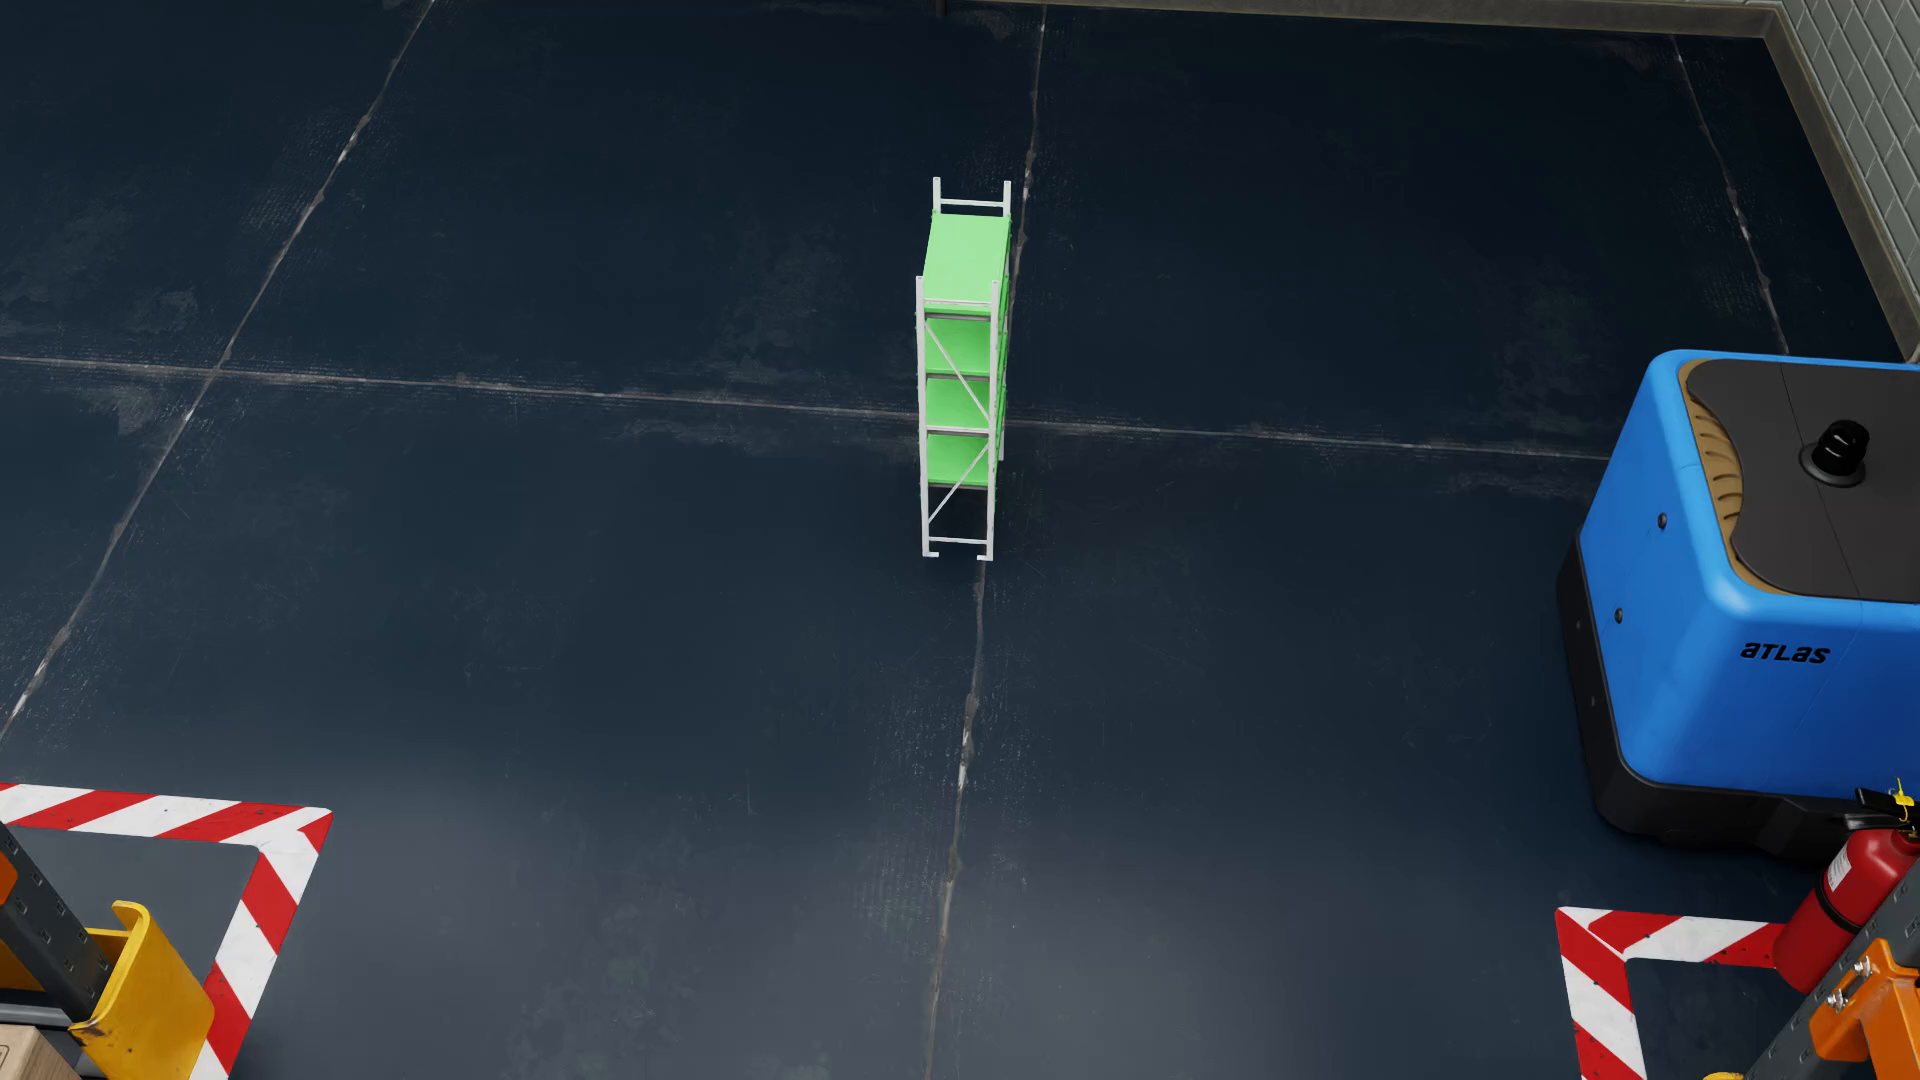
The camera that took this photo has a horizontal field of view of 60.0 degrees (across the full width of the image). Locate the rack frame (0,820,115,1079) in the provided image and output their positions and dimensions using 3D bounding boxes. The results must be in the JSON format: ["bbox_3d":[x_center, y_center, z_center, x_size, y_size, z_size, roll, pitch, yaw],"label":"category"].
[{"bbox_3d":[-2.637,0.356,3.391,1.000,3.000,0.127,4,48,4],"label":"rack frame"}]

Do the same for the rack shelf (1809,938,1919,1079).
[{"bbox_3d":[2.124,2.400,2.010,1.077,0.370,4.000,4,48,4],"label":"rack shelf"}]

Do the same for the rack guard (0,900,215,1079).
[{"bbox_3d":[-2.635,1.182,4.330,1.175,0.500,0.348,4,48,4],"label":"rack guard"}]

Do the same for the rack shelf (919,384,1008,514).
[{"bbox_3d":[0.015,-0.321,5.643,0.258,0.148,0.480,4,48,4],"label":"rack shelf"}]

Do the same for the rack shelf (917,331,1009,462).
[{"bbox_3d":[0.015,-0.483,5.466,0.258,0.148,0.480,4,48,4],"label":"rack shelf"}]

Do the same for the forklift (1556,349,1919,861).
[{"bbox_3d":[3.436,-0.358,4.091,3.031,2.935,1.130,4,48,4],"label":"forklift"}]

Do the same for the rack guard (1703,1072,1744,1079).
[{"bbox_3d":[2.299,1.587,3.960,1.175,0.500,0.348,4,48,4],"label":"rack guard"}]

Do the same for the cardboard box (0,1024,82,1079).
[{"bbox_3d":[-2.598,1.571,3.732,0.875,0.438,0.875,2,48,2],"label":"cardboard box"}]

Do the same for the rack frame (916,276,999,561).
[{"bbox_3d":[-0.007,-0.347,5.255,0.240,1.200,0.015,4,48,4],"label":"rack frame"}]

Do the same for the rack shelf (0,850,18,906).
[{"bbox_3d":[-2.820,2.069,2.313,1.077,0.370,4.000,4,48,4],"label":"rack shelf"}]

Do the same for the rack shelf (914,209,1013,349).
[{"bbox_3d":[0.015,-0.807,5.111,0.258,0.148,0.480,4,48,4],"label":"rack shelf"}]

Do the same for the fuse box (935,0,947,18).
[{"bbox_3d":[-0.068,-3.106,7.431,0.539,1.711,0.414,4,48,4],"label":"fuse box"}]

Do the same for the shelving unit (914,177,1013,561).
[{"bbox_3d":[0.015,-0.527,5.419,0.258,1.200,0.503,4,48,4],"label":"shelving unit"}]

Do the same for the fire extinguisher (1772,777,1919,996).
[{"bbox_3d":[1.859,0.700,3.382,0.296,0.674,0.183,4,48,4],"label":"fire extinguisher"}]

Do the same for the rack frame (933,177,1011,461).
[{"bbox_3d":[0.037,-0.706,5.583,0.240,1.200,0.015,4,48,4],"label":"rack frame"}]

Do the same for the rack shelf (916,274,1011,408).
[{"bbox_3d":[0.015,-0.645,5.289,0.258,0.148,0.480,4,48,4],"label":"rack shelf"}]
